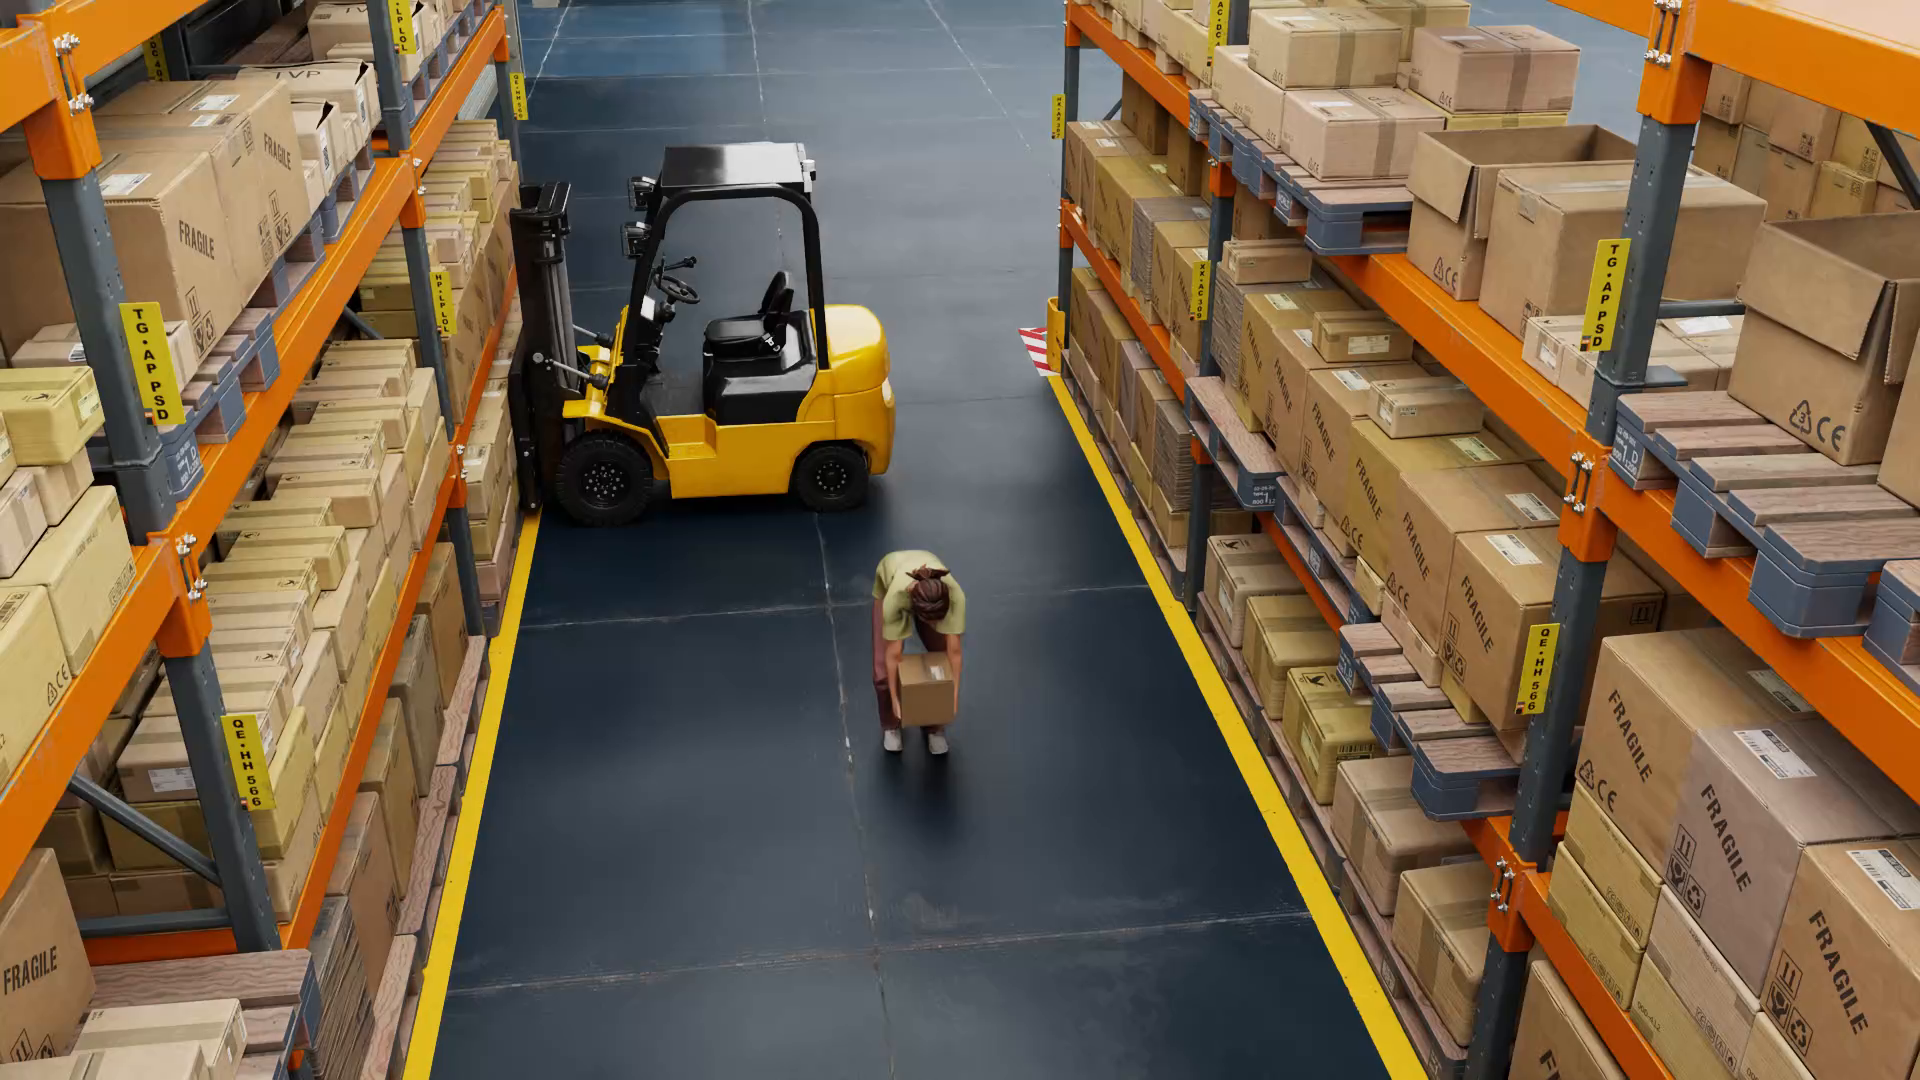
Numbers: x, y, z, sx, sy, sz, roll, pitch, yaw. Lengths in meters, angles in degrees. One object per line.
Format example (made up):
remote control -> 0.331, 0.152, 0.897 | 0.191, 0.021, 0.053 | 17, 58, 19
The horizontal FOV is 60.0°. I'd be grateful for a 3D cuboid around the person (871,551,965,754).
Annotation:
person -> -0.202, 0.566, 8.062 | 0.428, 1.182, 0.846 | -5, 28, -9
